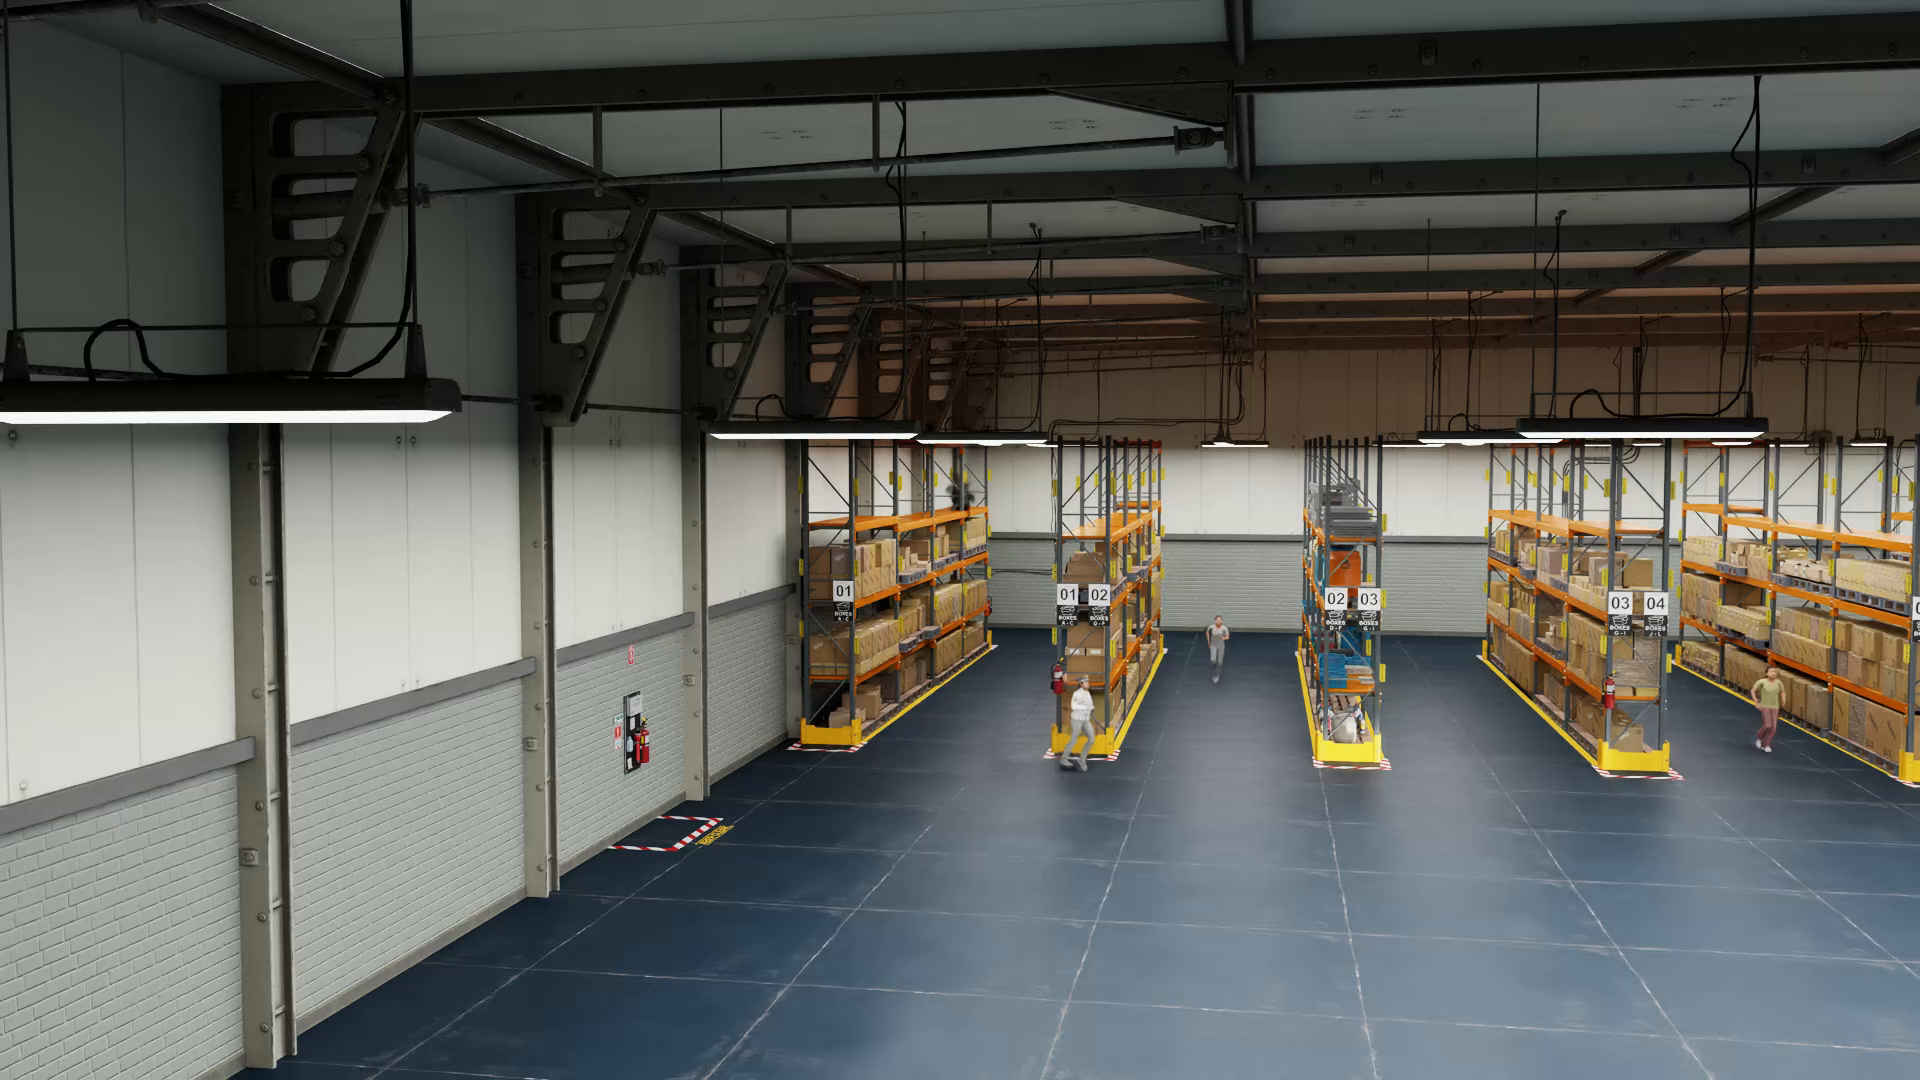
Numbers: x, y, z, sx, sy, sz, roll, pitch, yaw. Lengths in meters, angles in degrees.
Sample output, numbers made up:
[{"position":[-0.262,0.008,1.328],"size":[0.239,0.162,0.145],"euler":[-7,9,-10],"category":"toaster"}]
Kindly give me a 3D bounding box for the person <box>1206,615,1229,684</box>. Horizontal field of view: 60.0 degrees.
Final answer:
[{"position":[6.342,2.689,40.943],"size":[0.547,1.688,0.762],"euler":[0,3,7],"category":"person"}]

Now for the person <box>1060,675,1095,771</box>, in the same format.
[{"position":[2.185,3.276,29.881],"size":[0.703,1.738,0.612],"euler":[3,4,43],"category":"person"}]

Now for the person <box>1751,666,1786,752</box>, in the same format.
[{"position":[15.367,3.201,31.531],"size":[0.591,1.633,0.530],"euler":[0,3,1],"category":"person"}]
